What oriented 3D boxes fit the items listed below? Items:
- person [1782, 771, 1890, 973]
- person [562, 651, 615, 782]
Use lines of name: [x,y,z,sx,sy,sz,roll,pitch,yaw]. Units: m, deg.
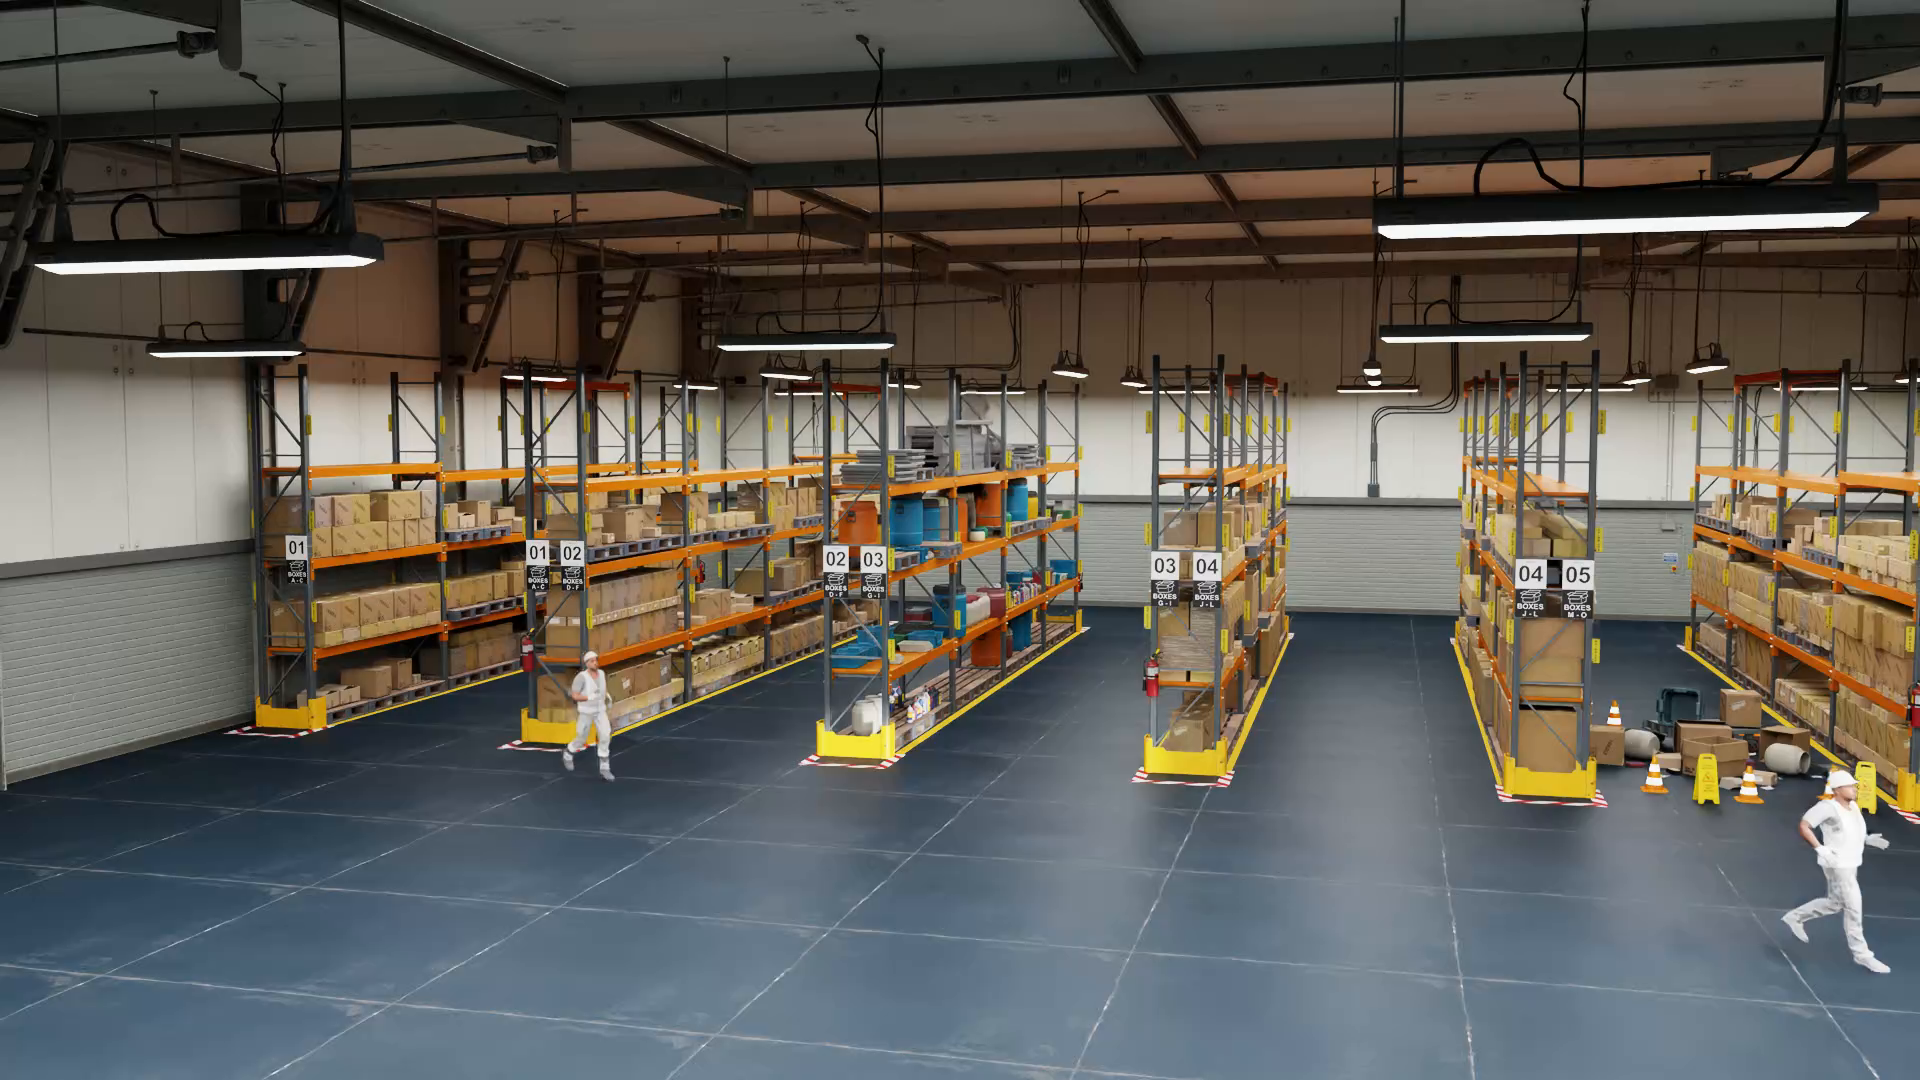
person: [8.180,3.035,15.497,0.682,1.791,0.987,-4,5,-42]
person: [-5.259,2.474,23.638,0.672,1.816,0.978,-4,6,-44]
